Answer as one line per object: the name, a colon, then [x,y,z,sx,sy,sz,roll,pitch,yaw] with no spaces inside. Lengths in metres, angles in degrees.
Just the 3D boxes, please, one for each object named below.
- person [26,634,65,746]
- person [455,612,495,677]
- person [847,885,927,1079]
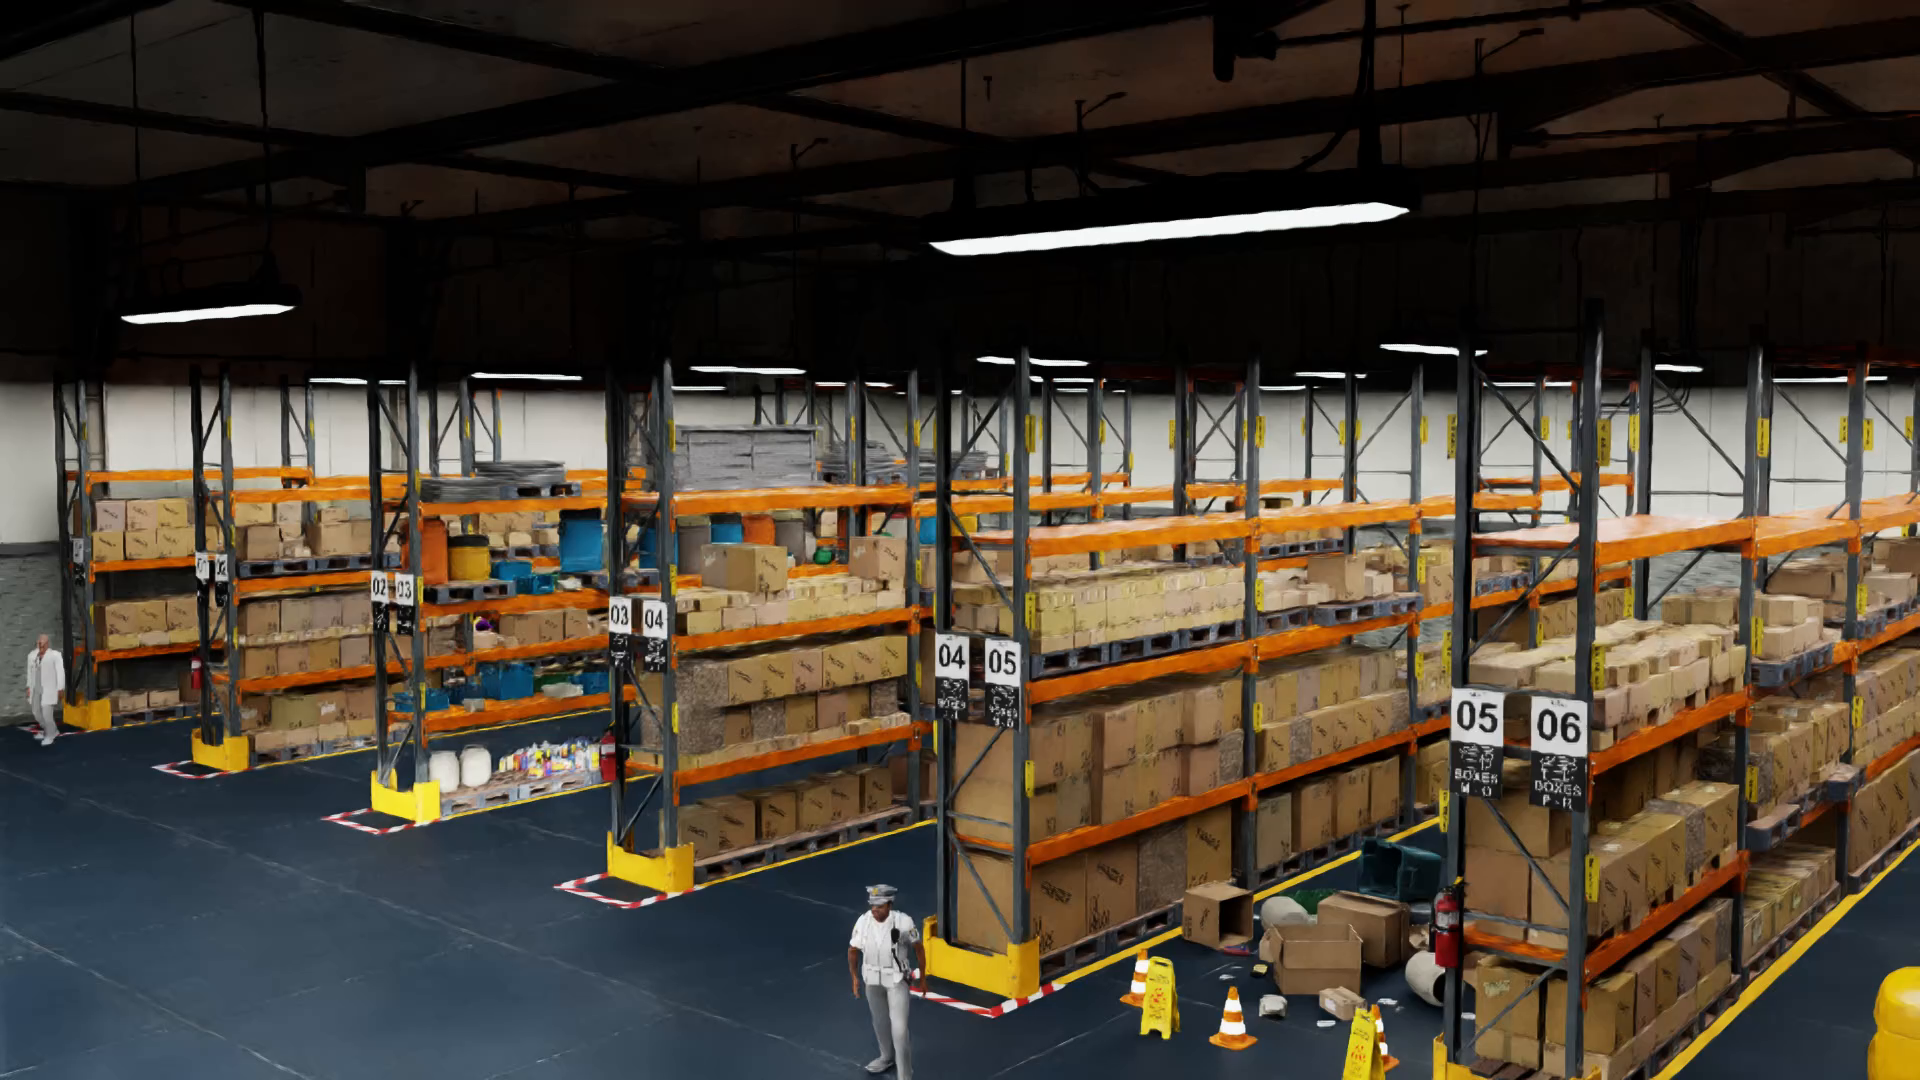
person: [-14.578,2.369,26.568,0.615,1.766,0.619,0,4,5]
person: [-9.132,2.044,31.461,0.856,1.697,0.734,-4,6,-45]
person: [-0.533,3.430,12.892,0.624,1.603,0.776,2,4,20]
